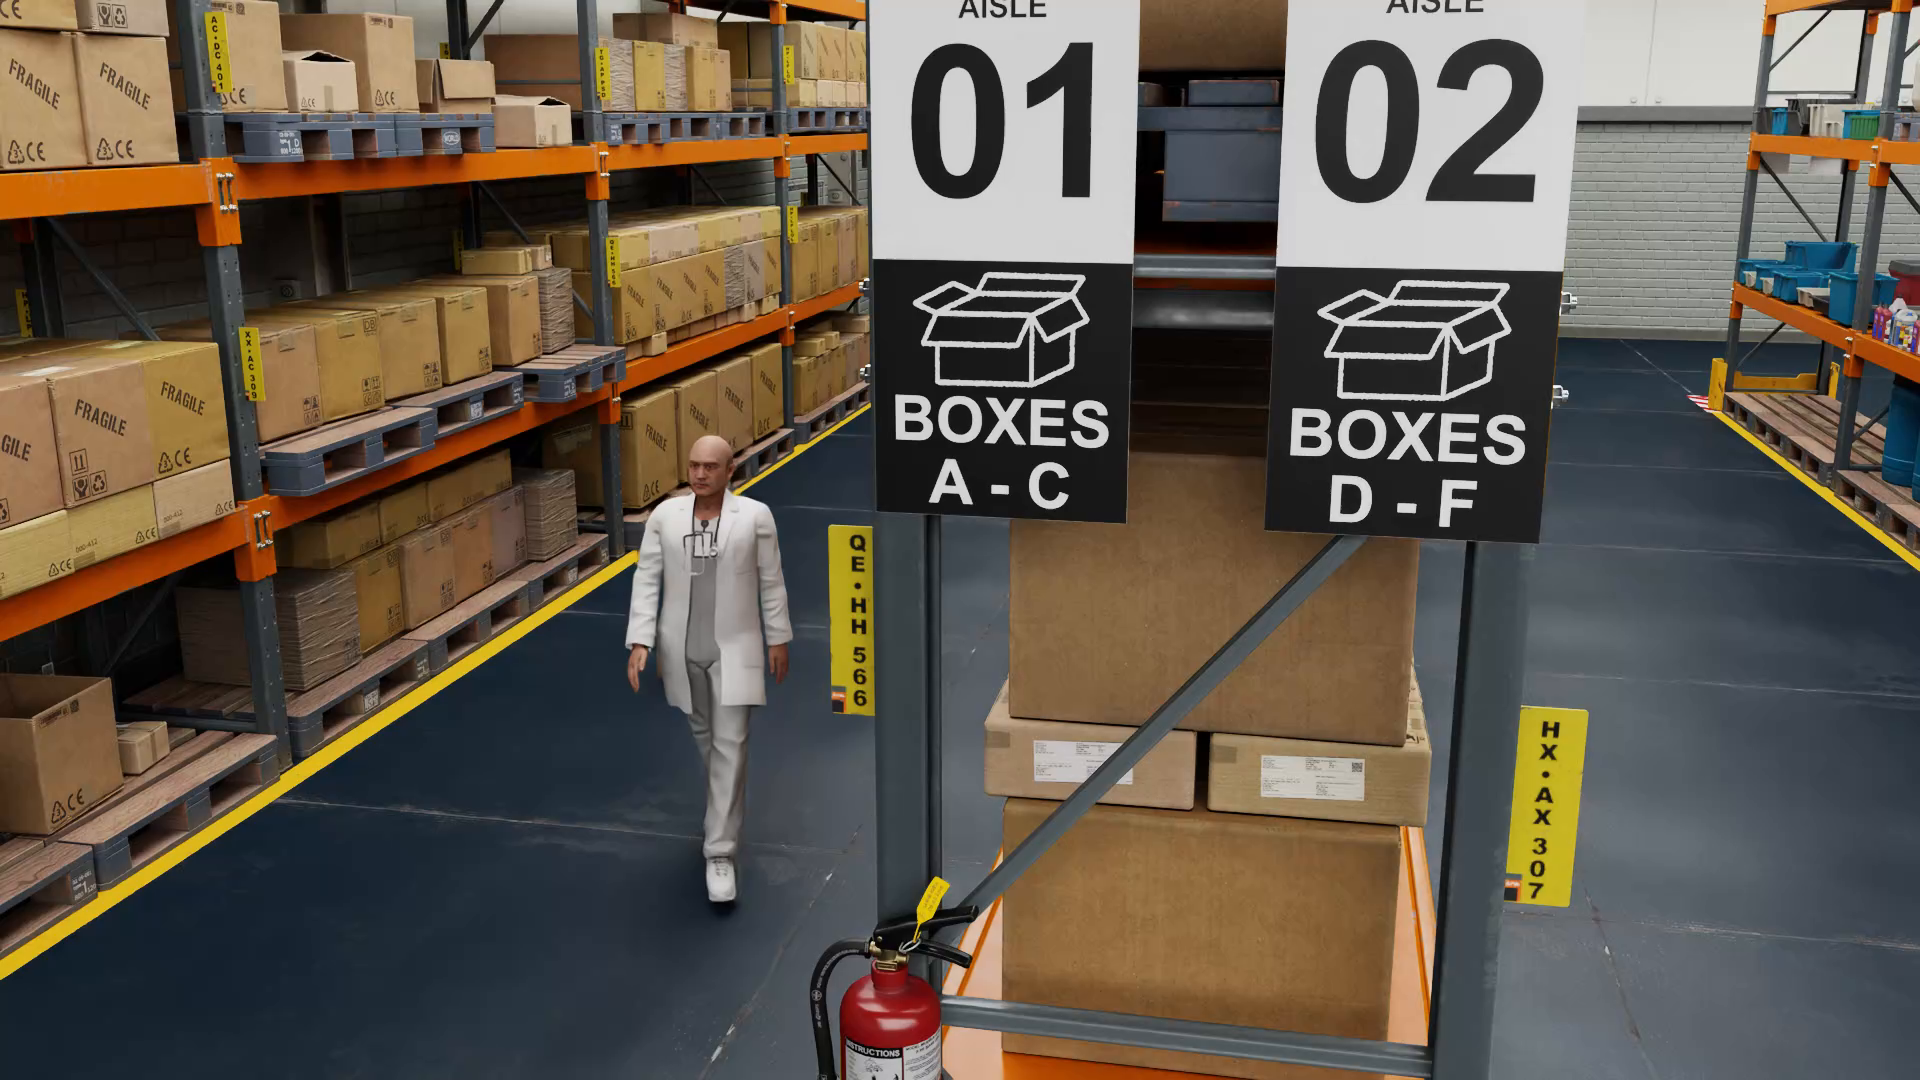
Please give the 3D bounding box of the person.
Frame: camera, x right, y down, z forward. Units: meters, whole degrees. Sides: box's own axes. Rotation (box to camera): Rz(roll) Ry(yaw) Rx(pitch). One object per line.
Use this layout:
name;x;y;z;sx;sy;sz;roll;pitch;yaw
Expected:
person;-1.029;0.452;6.723;0.623;1.728;1.047;2;15;7
